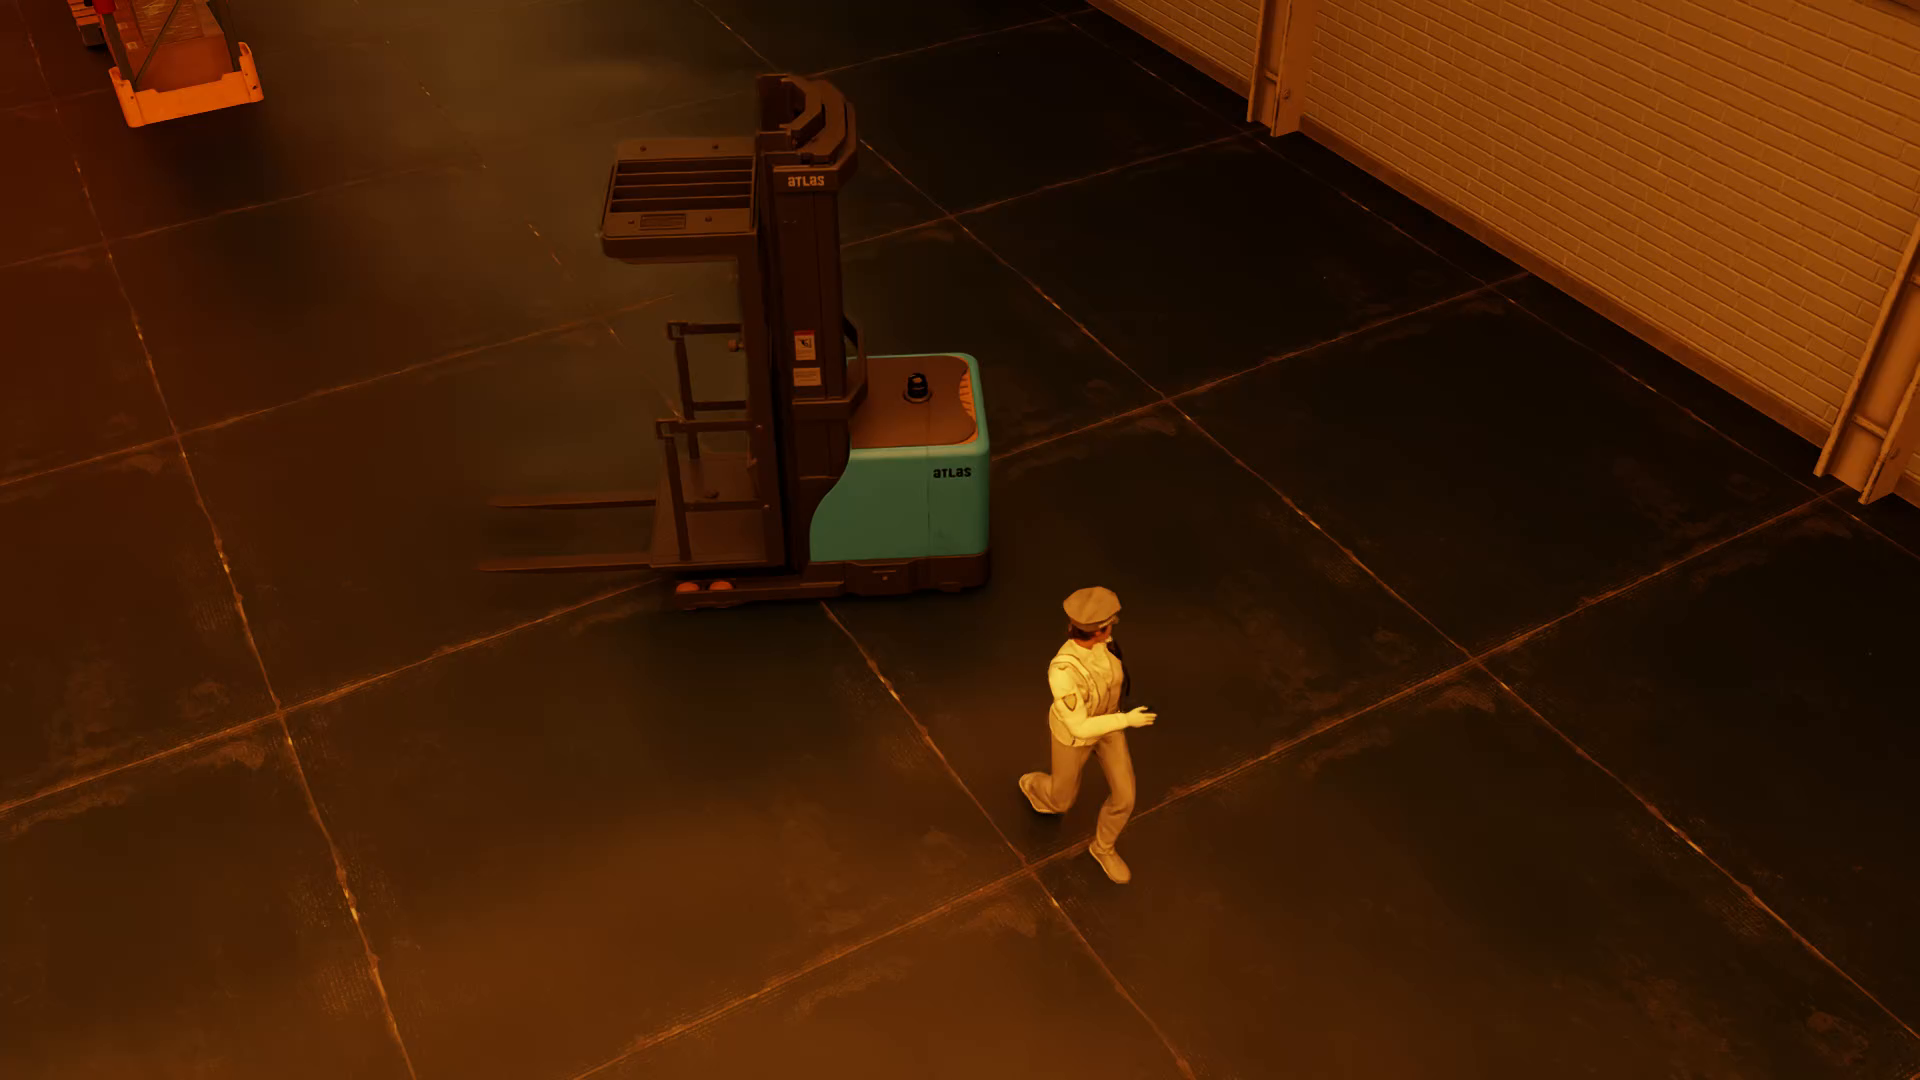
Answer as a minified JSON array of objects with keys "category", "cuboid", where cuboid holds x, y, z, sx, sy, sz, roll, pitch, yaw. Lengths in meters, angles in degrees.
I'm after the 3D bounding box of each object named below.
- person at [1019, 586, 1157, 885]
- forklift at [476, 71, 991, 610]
[{"category":"person","cuboid":[0.620,0.893,8.043,0.531,1.588,0.814,-25,46,-27]},{"category":"forklift","cuboid":[-1.359,-1.065,9.321,3.031,2.935,1.130,-3,40,-3]}]
